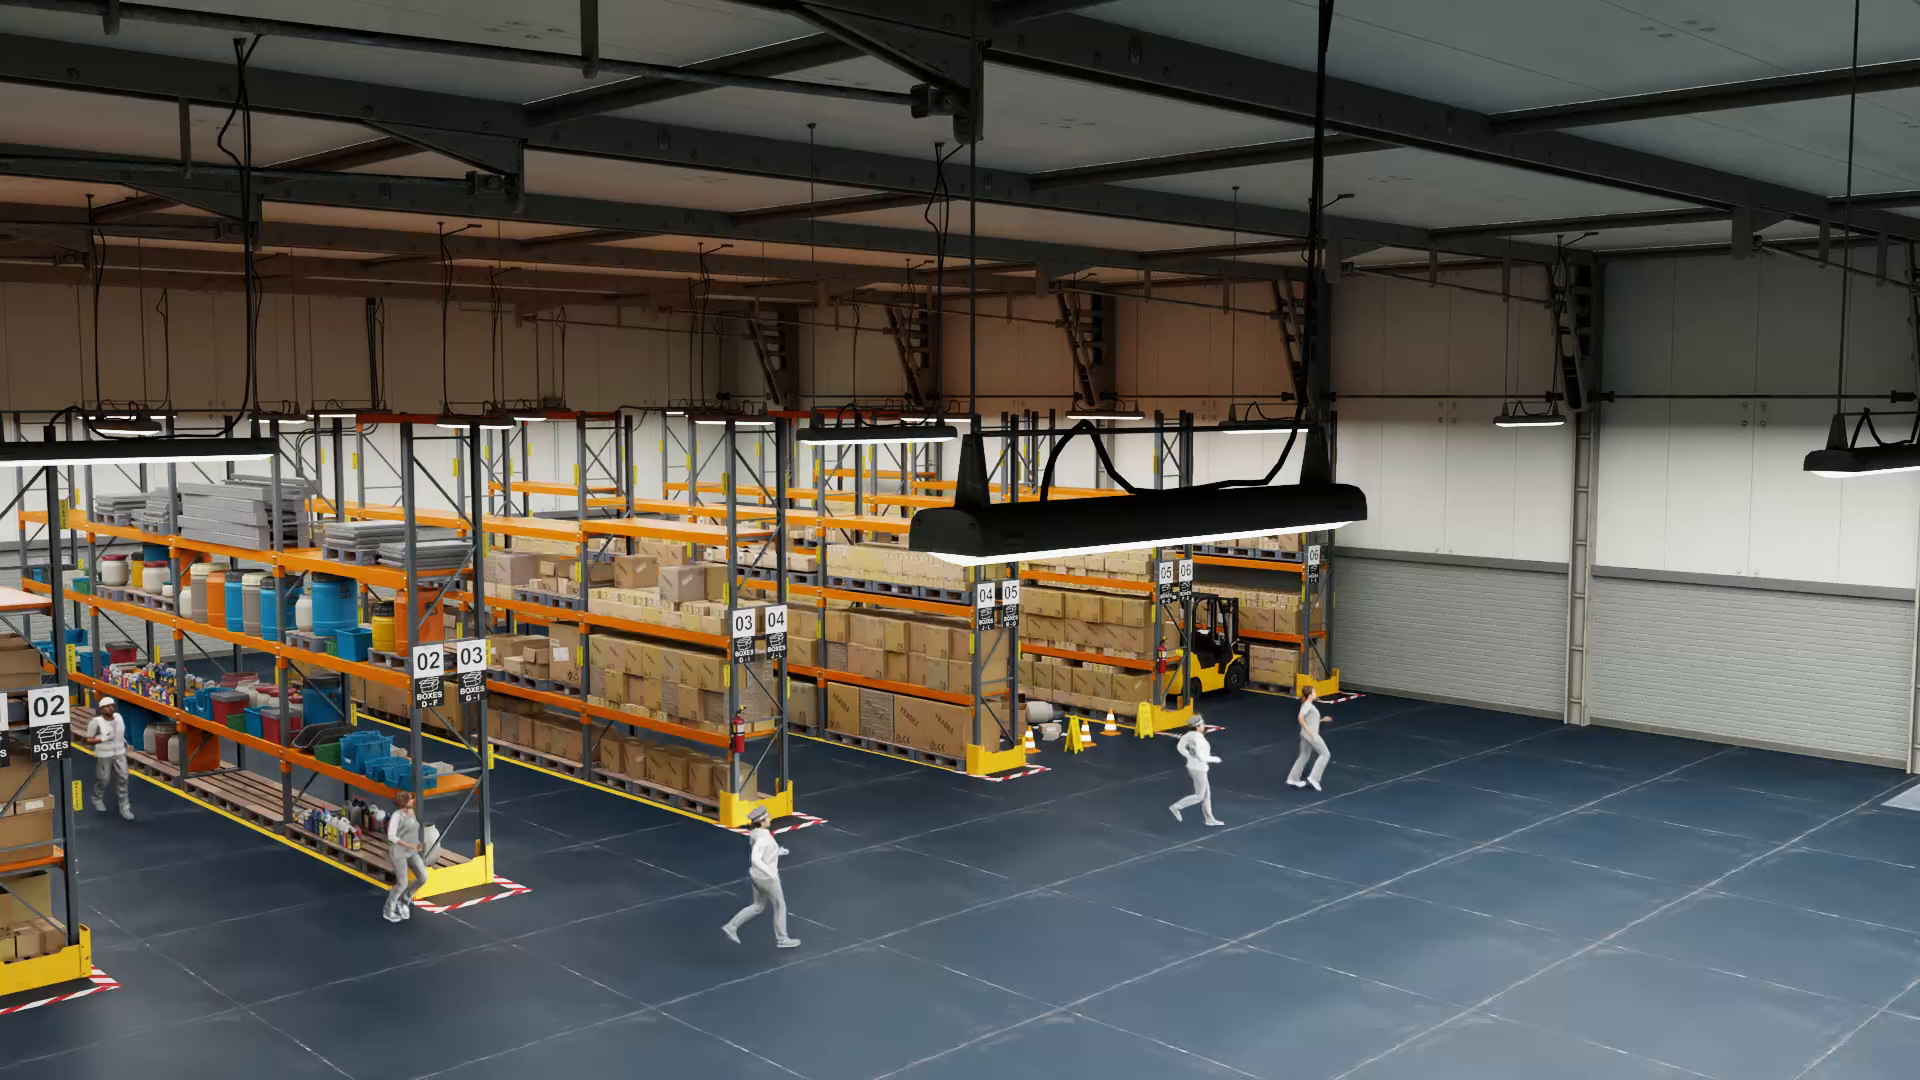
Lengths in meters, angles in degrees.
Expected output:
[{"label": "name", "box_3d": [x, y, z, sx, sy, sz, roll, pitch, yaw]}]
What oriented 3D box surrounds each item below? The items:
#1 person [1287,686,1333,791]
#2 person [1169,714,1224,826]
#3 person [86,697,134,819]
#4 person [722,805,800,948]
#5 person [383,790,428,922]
[{"label": "person", "box_3d": [5.621, 3.181, 26.700, 0.715, 1.697, 0.536, 0, 5, -3]}, {"label": "person", "box_3d": [3.450, 3.376, 24.327, 0.870, 1.681, 0.614, -1, 5, -12]}, {"label": "person", "box_3d": [-12.732, 3.247, 24.916, 0.896, 1.797, 0.676, 4, 6, 37]}, {"label": "person", "box_3d": [-2.245, 3.839, 18.917, 0.877, 1.670, 0.622, -2, 5, -24]}, {"label": "person", "box_3d": [-6.677, 3.805, 20.096, 0.543, 1.556, 0.617, 2, 5, 17]}]
